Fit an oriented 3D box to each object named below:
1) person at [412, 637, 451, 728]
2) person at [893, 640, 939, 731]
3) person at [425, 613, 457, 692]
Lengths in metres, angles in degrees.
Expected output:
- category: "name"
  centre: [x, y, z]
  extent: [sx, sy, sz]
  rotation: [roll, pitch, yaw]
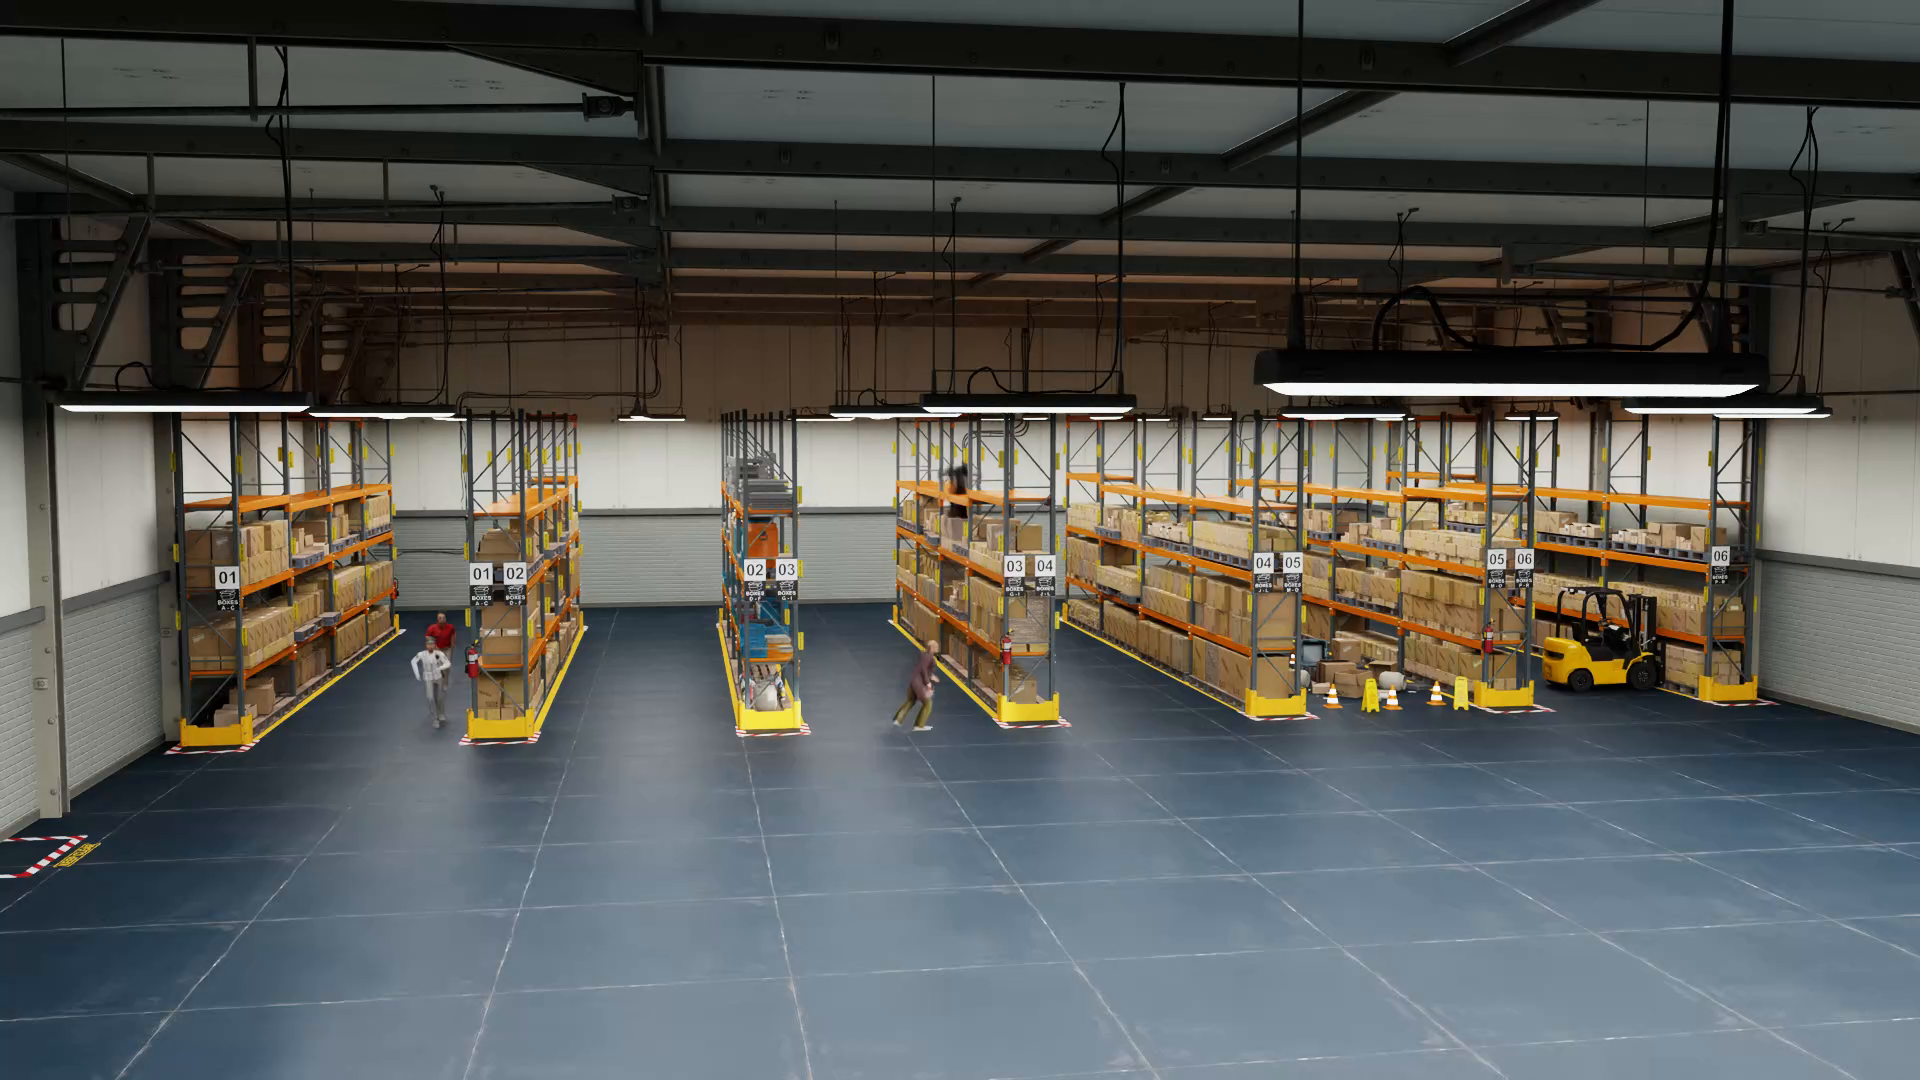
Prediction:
- category: "person"
  centre: [-10.030, 2.691, 31.571]
  extent: [0.713, 1.745, 0.686]
  rotation: [-1, 4, -18]
- category: "person"
  centre: [-0.788, 2.714, 31.037]
  extent: [0.930, 1.692, 0.736]
  rotation: [-1, 4, -20]
- category: "person"
  centre: [-11.184, 2.393, 35.849]
  extent: [0.662, 1.682, 0.794]
  rotation: [-2, 4, -21]
